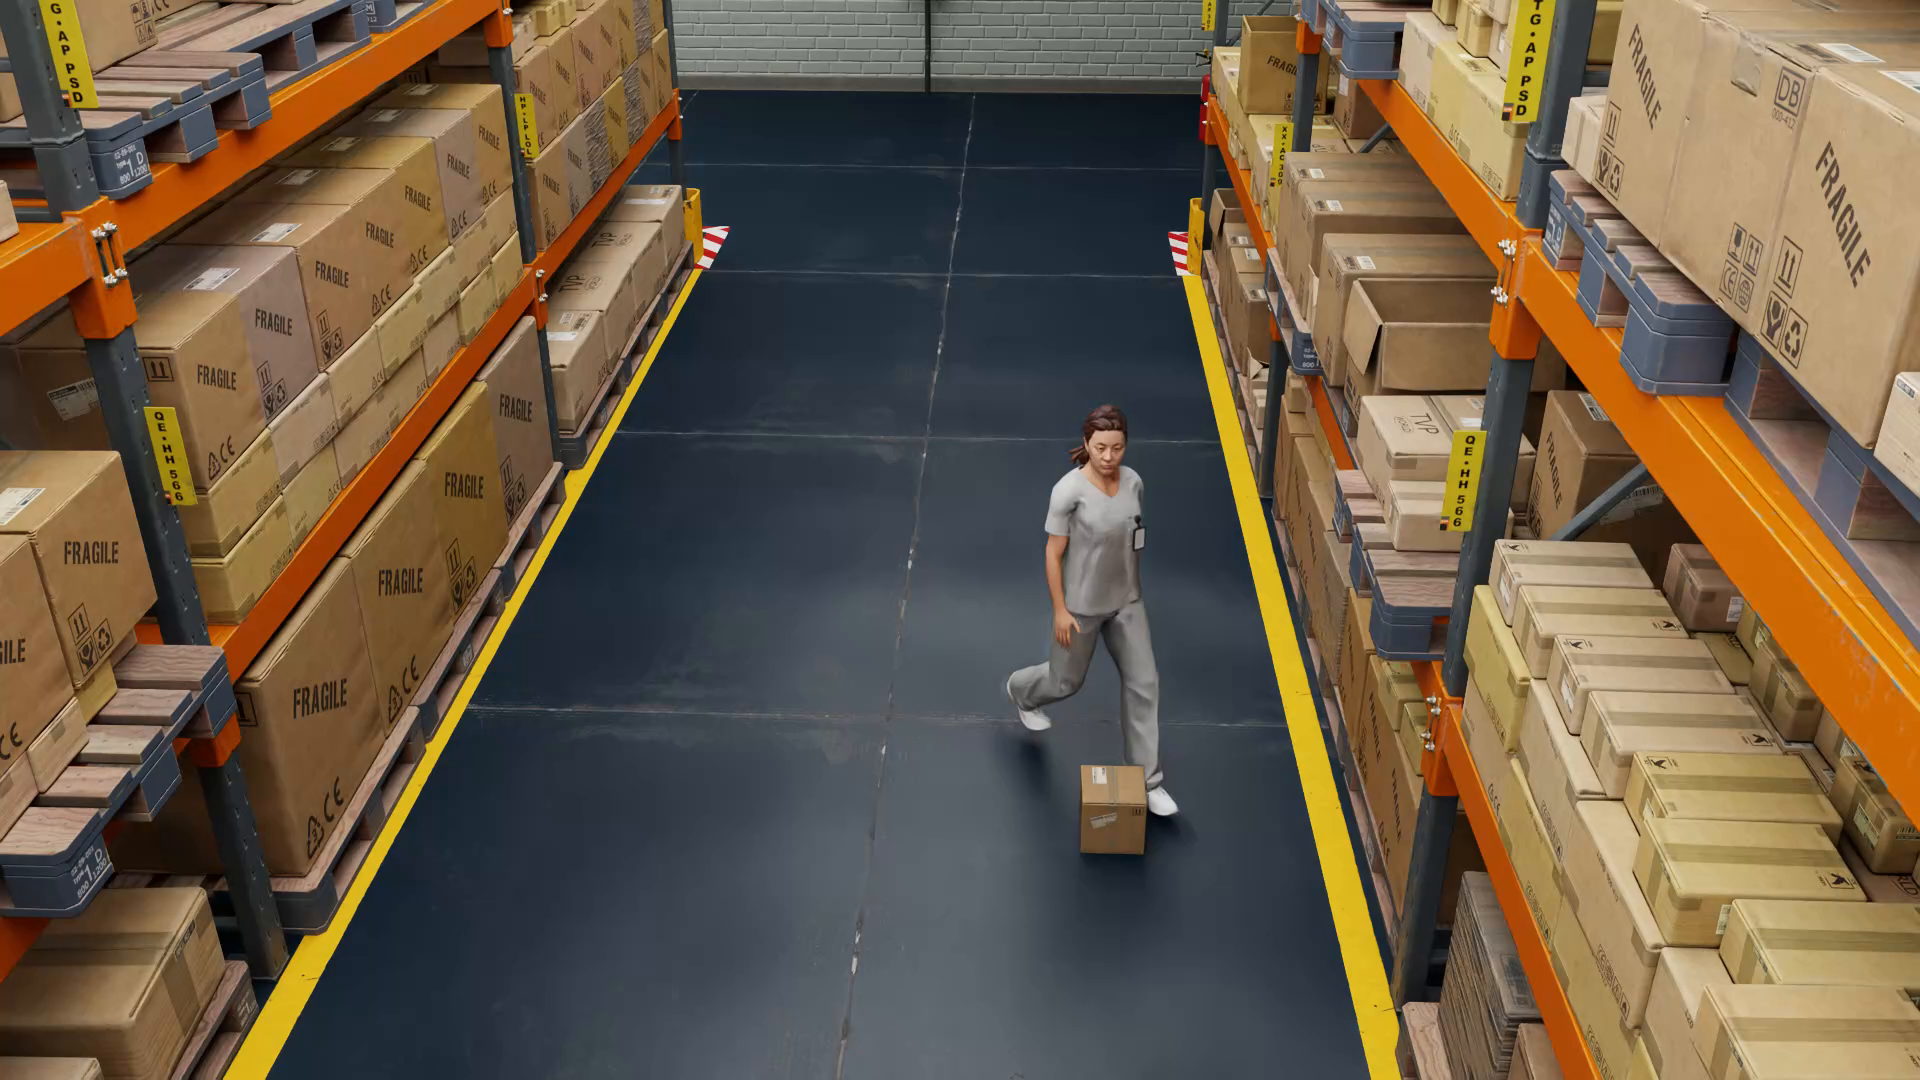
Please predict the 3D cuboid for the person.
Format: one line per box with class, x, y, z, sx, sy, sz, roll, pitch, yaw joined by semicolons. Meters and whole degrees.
person;0.577;0.252;6.699;0.477;1.621;0.992;-12;30;-21
